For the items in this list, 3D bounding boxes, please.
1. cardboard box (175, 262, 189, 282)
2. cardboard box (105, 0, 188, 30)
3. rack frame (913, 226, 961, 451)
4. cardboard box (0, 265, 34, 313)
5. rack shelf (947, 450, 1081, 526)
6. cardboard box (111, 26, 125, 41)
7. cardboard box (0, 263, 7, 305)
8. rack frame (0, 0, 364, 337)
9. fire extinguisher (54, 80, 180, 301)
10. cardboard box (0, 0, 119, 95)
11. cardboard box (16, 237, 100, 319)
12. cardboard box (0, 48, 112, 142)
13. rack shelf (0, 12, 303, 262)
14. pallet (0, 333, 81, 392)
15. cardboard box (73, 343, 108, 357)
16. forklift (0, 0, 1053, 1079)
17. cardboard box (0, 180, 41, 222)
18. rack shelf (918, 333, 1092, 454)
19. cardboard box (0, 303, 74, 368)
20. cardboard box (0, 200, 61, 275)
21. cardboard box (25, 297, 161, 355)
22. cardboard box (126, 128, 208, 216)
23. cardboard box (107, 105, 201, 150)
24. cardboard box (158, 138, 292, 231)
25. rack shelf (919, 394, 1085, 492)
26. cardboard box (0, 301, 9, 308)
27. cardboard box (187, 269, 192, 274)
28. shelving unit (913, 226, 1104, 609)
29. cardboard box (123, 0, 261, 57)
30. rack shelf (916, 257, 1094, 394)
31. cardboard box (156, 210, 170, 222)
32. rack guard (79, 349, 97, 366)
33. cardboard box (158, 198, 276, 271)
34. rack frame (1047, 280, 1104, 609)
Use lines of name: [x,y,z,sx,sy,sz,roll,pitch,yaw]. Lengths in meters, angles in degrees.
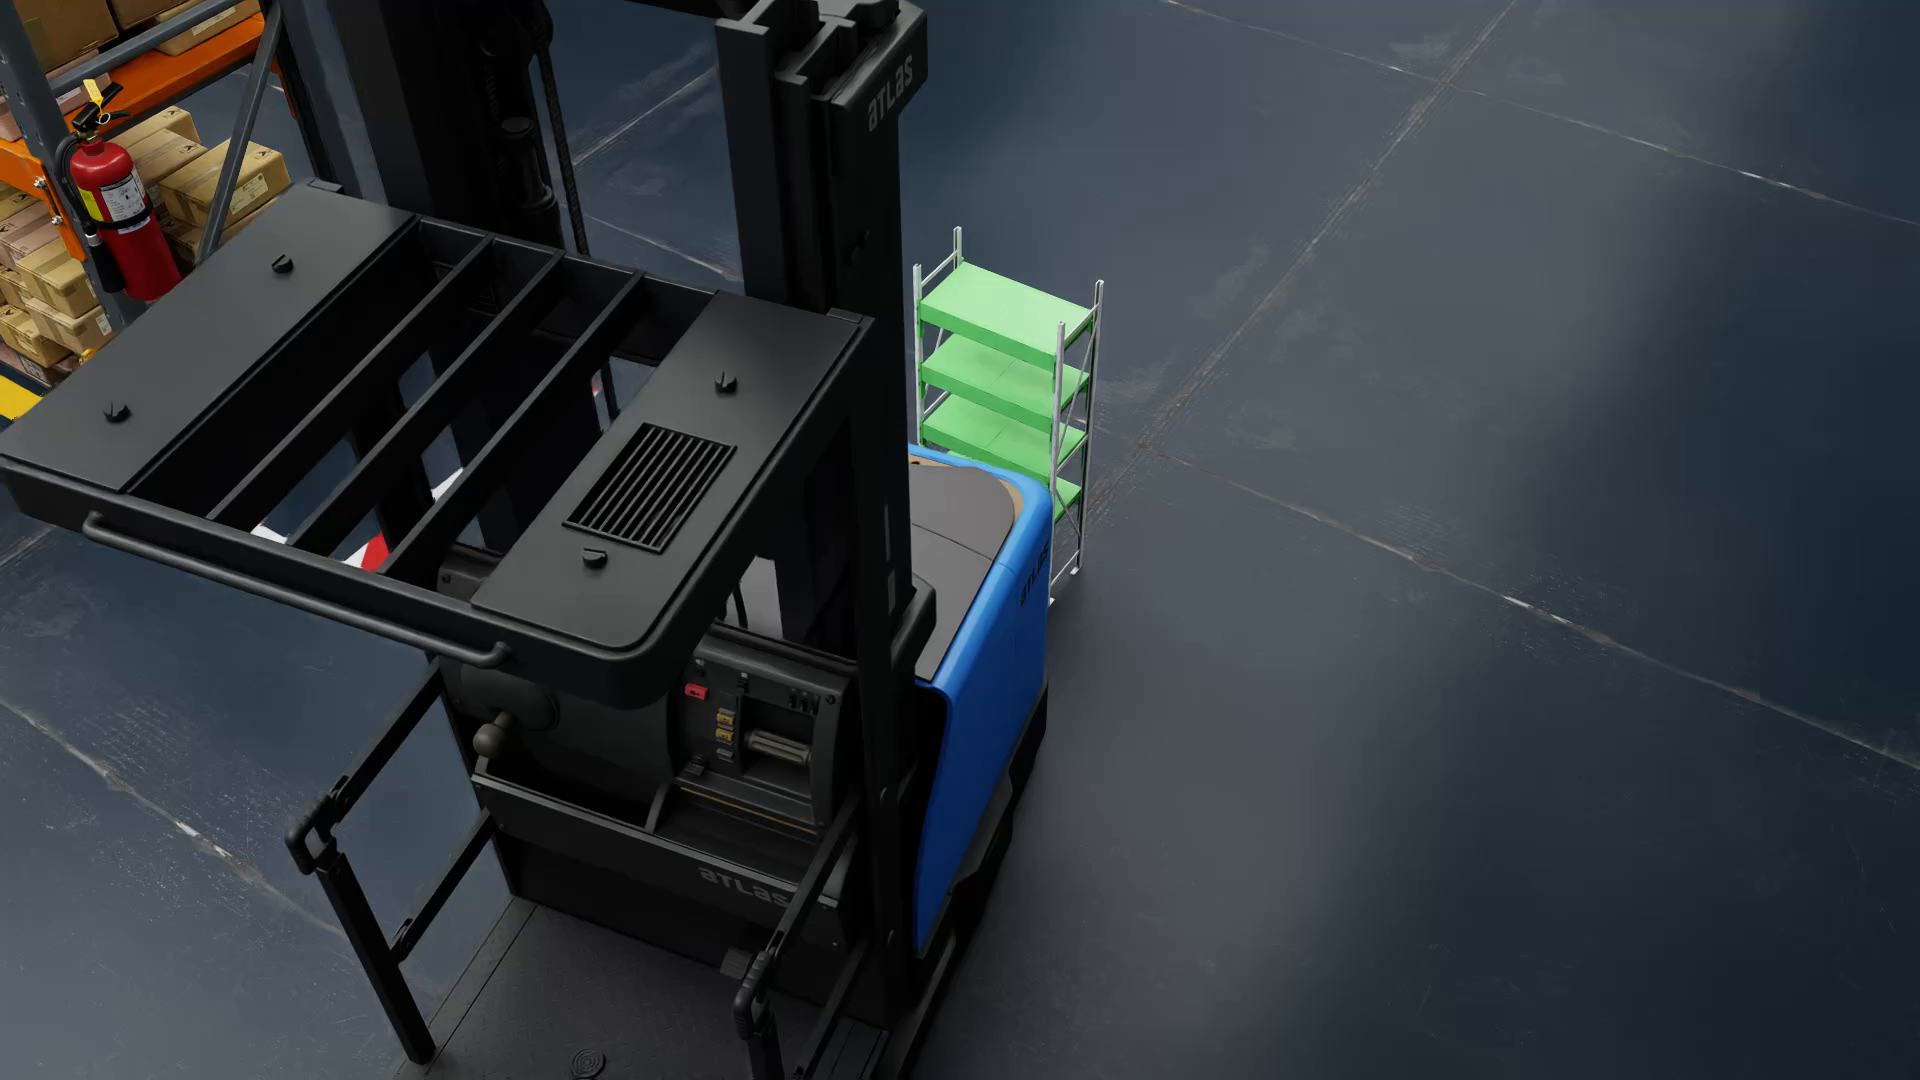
cardboard box: [-3.028,-1.167,6.487,0.250,0.149,0.380,25,51,22]
cardboard box: [-2.724,-2.045,5.368,0.500,0.500,0.500,27,52,24]
rack frame: [-0.066,-0.449,5.349,0.015,1.200,0.240,25,51,22]
cardboard box: [-3.284,-0.988,6.106,0.250,0.149,0.380,24,50,21]
rack shelf: [0.139,-0.142,5.475,0.480,0.148,0.258,25,51,22]
cardboard box: [-2.827,-1.875,5.656,0.250,0.149,0.380,26,51,23]
cardboard box: [-3.532,-1.054,6.171,0.250,0.149,0.380,23,50,21]
rack frame: [-2.495,-1.566,5.180,0.127,3.000,1.000,25,51,22]
fire extinguisher: [-2.532,-1.033,4.976,0.183,0.674,0.296,25,51,22]
cardboard box: [-3.012,-1.723,5.056,0.500,0.500,0.500,26,51,23]
cardboard box: [-3.077,-0.978,5.889,0.250,0.149,0.380,25,51,23]
cardboard box: [-2.922,-1.434,5.227,0.250,0.149,0.380,25,51,22]
rack shelf: [-4.179,-2.089,6.190,4.000,0.370,1.077,25,51,22]
pallet: [-3.224,-0.959,6.535,1.213,0.211,1.003,25,51,22]
cardboard box: [-3.051,-0.797,6.128,0.250,0.149,0.380,26,51,23]
forklift: [-0.748,0.428,3.290,1.130,2.935,3.031,16,48,15]
cardboard box: [-3.545,-1.133,6.040,0.250,0.149,0.380,24,50,21]
rack shelf: [0.139,-0.477,5.131,0.480,0.148,0.258,25,51,22]
cardboard box: [-3.322,-0.835,6.165,0.250,0.149,0.380,26,51,23]
cardboard box: [-3.258,-1.110,6.017,0.250,0.149,0.380,26,51,23]
cardboard box: [-3.093,-0.854,5.976,0.250,0.149,0.380,23,50,21]
cardboard box: [-3.050,-1.368,6.268,0.250,0.149,0.380,26,51,23]
cardboard box: [-3.193,-1.543,6.438,0.250,0.149,0.380,25,51,22]
cardboard box: [-2.753,-1.334,6.235,0.250,0.149,0.380,23,50,20]
rack shelf: [0.139,-0.310,5.303,0.480,0.148,0.258,25,51,22]
cardboard box: [-3.498,-0.989,6.315,0.250,0.149,0.380,24,51,22]
cardboard box: [-2.763,-1.115,6.437,0.250,0.149,0.380,26,51,23]
shelving unit: [0.139,-0.354,5.257,0.503,1.200,0.258,25,51,22]
cardboard box: [-2.591,-1.802,5.584,0.250,0.149,0.380,24,51,22]
rack shelf: [0.139,-0.644,4.959,0.480,0.148,0.258,25,51,22]
cardboard box: [-2.998,-1.320,6.429,0.250,0.149,0.380,24,51,22]
rack guard: [-2.559,-0.724,6.105,0.348,0.500,1.175,25,51,22]
cardboard box: [-2.797,-1.180,6.293,0.250,0.149,0.380,27,52,24]
rack frame: [0.345,-0.260,5.166,0.015,1.200,0.240,25,51,22]
